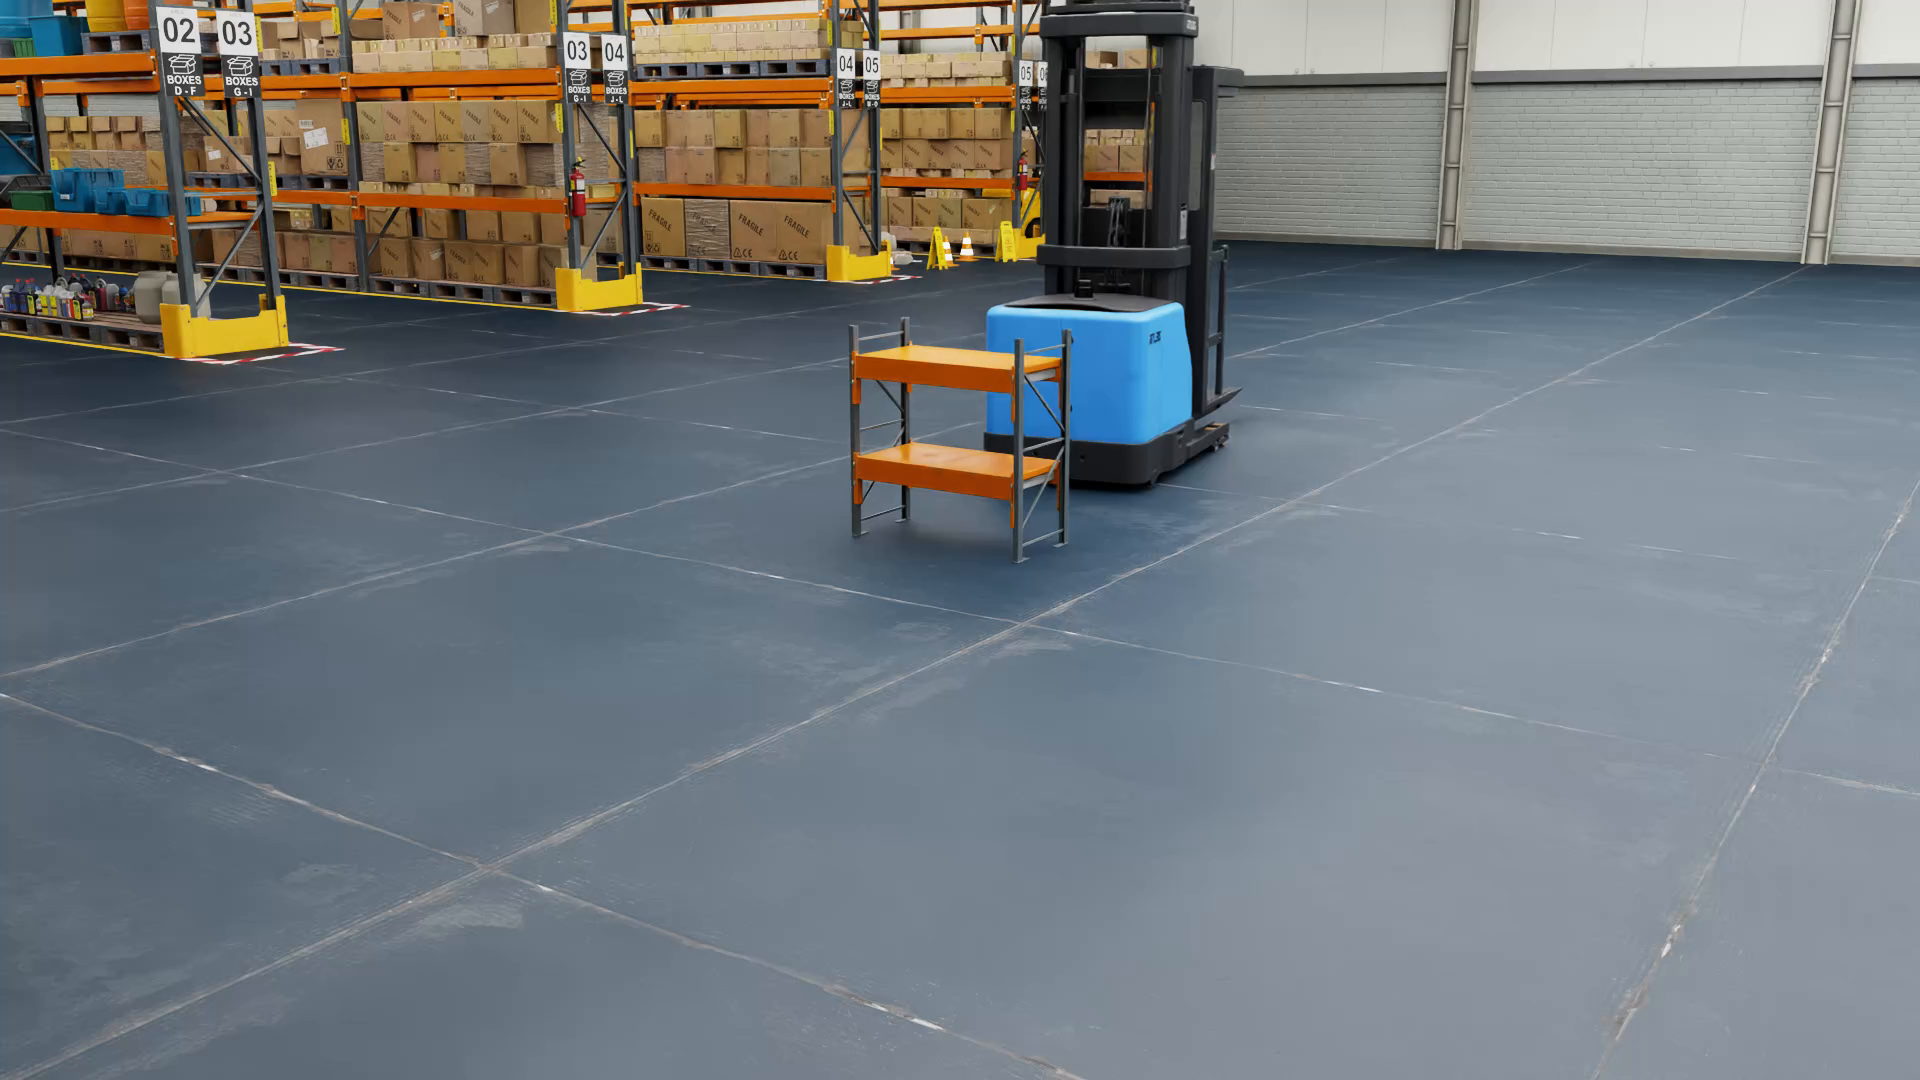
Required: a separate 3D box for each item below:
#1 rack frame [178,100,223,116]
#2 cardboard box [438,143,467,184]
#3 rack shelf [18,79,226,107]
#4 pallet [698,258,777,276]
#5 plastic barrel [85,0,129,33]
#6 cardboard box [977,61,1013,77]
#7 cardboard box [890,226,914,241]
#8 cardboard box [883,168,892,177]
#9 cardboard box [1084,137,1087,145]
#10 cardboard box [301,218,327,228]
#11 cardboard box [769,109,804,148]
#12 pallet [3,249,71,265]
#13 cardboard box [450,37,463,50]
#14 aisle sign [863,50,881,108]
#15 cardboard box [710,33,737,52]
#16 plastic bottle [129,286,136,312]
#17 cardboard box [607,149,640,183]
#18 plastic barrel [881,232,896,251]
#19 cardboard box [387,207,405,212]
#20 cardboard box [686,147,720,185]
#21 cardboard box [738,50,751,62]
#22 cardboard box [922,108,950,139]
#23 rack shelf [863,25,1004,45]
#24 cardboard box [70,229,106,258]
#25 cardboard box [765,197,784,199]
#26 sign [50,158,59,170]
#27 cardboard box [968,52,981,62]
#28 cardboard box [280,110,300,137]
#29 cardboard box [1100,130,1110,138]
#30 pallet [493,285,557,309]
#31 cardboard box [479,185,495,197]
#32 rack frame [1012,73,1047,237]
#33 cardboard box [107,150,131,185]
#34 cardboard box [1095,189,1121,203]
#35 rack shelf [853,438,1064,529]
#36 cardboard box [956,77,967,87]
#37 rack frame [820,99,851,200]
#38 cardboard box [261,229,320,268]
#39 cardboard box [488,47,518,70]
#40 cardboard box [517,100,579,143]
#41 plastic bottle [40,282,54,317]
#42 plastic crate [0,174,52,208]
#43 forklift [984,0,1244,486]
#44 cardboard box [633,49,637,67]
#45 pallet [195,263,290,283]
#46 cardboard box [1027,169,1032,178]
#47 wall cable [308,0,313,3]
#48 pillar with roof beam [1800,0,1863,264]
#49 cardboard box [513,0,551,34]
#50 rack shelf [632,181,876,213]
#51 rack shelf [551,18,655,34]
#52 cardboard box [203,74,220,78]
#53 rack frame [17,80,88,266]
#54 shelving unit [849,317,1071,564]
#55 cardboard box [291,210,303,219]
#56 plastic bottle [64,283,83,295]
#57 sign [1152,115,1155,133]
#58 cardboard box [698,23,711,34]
[{"bbox_3d":[-14.761,-7.426,32.580,0.127,3.000,1.000,9,17,33],"label":"rack frame"},{"bbox_3d":[-6.059,-4.765,21.004,0.500,0.500,0.875,9,17,33],"label":"cardboard box"},{"bbox_3d":[-12.635,-6.753,25.115,4.000,0.370,1.077,9,17,33],"label":"rack shelf"},{"bbox_3d":[-3.200,-4.182,25.278,1.213,0.211,1.003,9,17,33],"label":"pallet"},{"bbox_3d":[-8.118,-5.196,16.064,0.600,0.588,0.600,0,14,0],"label":"plastic barrel"},{"bbox_3d":[0.619,-7.823,27.635,0.500,0.250,0.500,9,16,32],"label":"cardboard box"},{"bbox_3d":[-0.896,-5.414,29.298,0.500,0.250,0.500,9,16,32],"label":"cardboard box"},{"bbox_3d":[-1.143,-6.466,29.226,0.250,0.149,0.380,9,17,33],"label":"cardboard box"},{"bbox_3d":[2.439,-7.792,32.501,0.250,0.149,0.380,9,17,33],"label":"cardboard box"},{"bbox_3d":[-11.881,-5.833,30.584,0.250,0.149,0.380,10,17,34],"label":"cardboard box"},{"bbox_3d":[-2.279,-5.990,24.220,0.550,0.550,0.875,9,17,33],"label":"cardboard box"},{"bbox_3d":[-14.882,-4.678,27.282,1.213,0.211,1.003,9,17,33],"label":"pallet"},{"bbox_3d":[-6.019,-6.079,20.377,0.250,0.149,0.380,8,16,30],"label":"cardboard box"},{"bbox_3d":[-1.259,-6.593,23.802,0.004,0.787,0.394,9,17,33],"label":"aisle sign"},{"bbox_3d":[-3.296,-7.273,24.329,0.500,0.250,0.500,9,17,33],"label":"cardboard box"},{"bbox_3d":[-8.799,-2.571,17.730,0.097,0.271,0.097,0,14,0],"label":"plastic bottle"},{"bbox_3d":[-5.386,-5.882,26.134,0.500,0.500,0.500,9,17,32],"label":"cardboard box"},{"bbox_3d":[-1.365,-5.005,28.162,0.512,0.421,0.421,-4,14,-16],"label":"plastic barrel"},{"bbox_3d":[-9.675,-5.884,29.118,0.500,0.250,0.500,10,17,34],"label":"cardboard box"},{"bbox_3d":[-3.640,-5.677,25.203,0.550,0.550,0.875,9,17,33],"label":"cardboard box"},{"bbox_3d":[-3.004,-7.014,24.115,0.250,0.149,0.380,9,17,33],"label":"cardboard box"},{"bbox_3d":[-0.248,-7.101,28.360,0.500,0.500,0.700,9,16,32],"label":"cardboard box"},{"bbox_3d":[-1.018,-10.444,34.618,4.000,0.370,1.077,9,17,33],"label":"rack shelf"},{"bbox_3d":[-13.010,-4.885,25.863,0.875,0.875,1.225,9,16,31],"label":"cardboard box"},{"bbox_3d":[-3.993,-7.487,37.154,0.500,0.500,0.500,10,17,35],"label":"cardboard box"},{"bbox_3d":[-10.104,-4.096,18.553,0.005,0.325,0.100,9,17,33],"label":"sign"},{"bbox_3d":[0.334,-8.061,27.767,0.250,0.149,0.380,9,16,32],"label":"cardboard box"},{"bbox_3d":[-11.983,-7.577,30.282,0.500,0.500,0.500,9,16,31],"label":"cardboard box"},{"bbox_3d":[2.927,-7.890,32.275,0.250,0.149,0.380,9,17,33],"label":"cardboard box"},{"bbox_3d":[-5.055,-3.078,20.816,1.213,0.211,1.003,9,17,33],"label":"pallet"},{"bbox_3d":[-5.735,-4.344,20.654,0.250,0.149,0.380,9,17,33],"label":"cardboard box"},{"bbox_3d":[1.194,-6.281,27.953,0.127,3.000,1.000,9,17,33],"label":"rack frame"},{"bbox_3d":[-12.366,-5.580,24.915,0.500,0.500,0.500,9,16,31],"label":"cardboard box"},{"bbox_3d":[2.978,-6.692,32.383,0.500,0.250,0.500,10,17,34],"label":"cardboard box"},{"bbox_3d":[-0.006,-0.310,8.750,1.000,0.278,0.538,9,17,33],"label":"rack shelf"},{"bbox_3d":[0.142,-7.724,28.062,0.250,0.149,0.380,9,17,33],"label":"cardboard box"},{"bbox_3d":[-2.677,-8.344,36.287,0.127,3.000,1.000,9,17,33],"label":"rack frame"},{"bbox_3d":[-9.466,-4.146,23.614,0.500,0.500,0.700,11,18,37],"label":"cardboard box"},{"bbox_3d":[-5.295,-5.769,19.954,0.500,0.250,0.500,9,17,33],"label":"cardboard box"},{"bbox_3d":[-4.931,-5.008,19.902,0.500,0.500,0.500,9,17,33],"label":"cardboard box"},{"bbox_3d":[-9.473,-2.508,17.310,0.185,0.351,0.144,9,17,32],"label":"plastic bottle"},{"bbox_3d":[-10.057,-3.728,17.770,0.504,0.338,0.767,9,17,33],"label":"plastic crate"},{"bbox_3d":[1.206,-2.058,11.037,1.130,2.935,3.031,6,15,23],"label":"forklift"},{"bbox_3d":[-5.166,-7.591,26.200,0.396,0.266,0.258,9,16,32],"label":"cardboard box"},{"bbox_3d":[-10.328,-3.919,24.216,1.213,0.211,1.003,9,17,33],"label":"pallet"},{"bbox_3d":[1.027,-6.246,28.334,0.250,0.149,0.380,9,17,33],"label":"cardboard box"},{"bbox_3d":[-14.952,-12.764,41.578,0.133,3.039,2.988,9,17,33],"label":"wall cable"},{"bbox_3d":[11.441,-7.989,22.367,0.400,9.000,9.100,9,17,33],"label":"pillar with roof beam"},{"bbox_3d":[-5.418,-6.450,20.525,0.500,0.500,0.500,9,17,33],"label":"cardboard box"},{"bbox_3d":[-3.145,-5.199,25.082,4.000,0.370,1.077,9,17,33],"label":"rack shelf"},{"bbox_3d":[-7.104,-9.991,32.784,4.000,0.370,1.077,9,17,33],"label":"rack shelf"},{"bbox_3d":[-10.302,-6.578,23.225,0.500,0.250,0.500,10,17,34],"label":"cardboard box"},{"bbox_3d":[-14.294,-5.914,26.472,0.127,3.000,1.000,9,17,33],"label":"rack frame"},{"bbox_3d":[-0.006,-0.547,8.692,1.048,1.125,0.538,9,17,33],"label":"shelving unit"},{"bbox_3d":[-12.117,-6.021,30.723,0.250,0.149,0.380,9,17,33],"label":"cardboard box"},{"bbox_3d":[-9.628,-2.658,18.070,0.135,0.276,0.152,9,17,33],"label":"plastic bottle"},{"bbox_3d":[3.647,-7.842,31.356,0.005,0.325,0.100,9,17,33],"label":"sign"},{"bbox_3d":[-3.635,-7.503,24.431,0.250,0.149,0.380,9,17,33],"label":"cardboard box"}]
